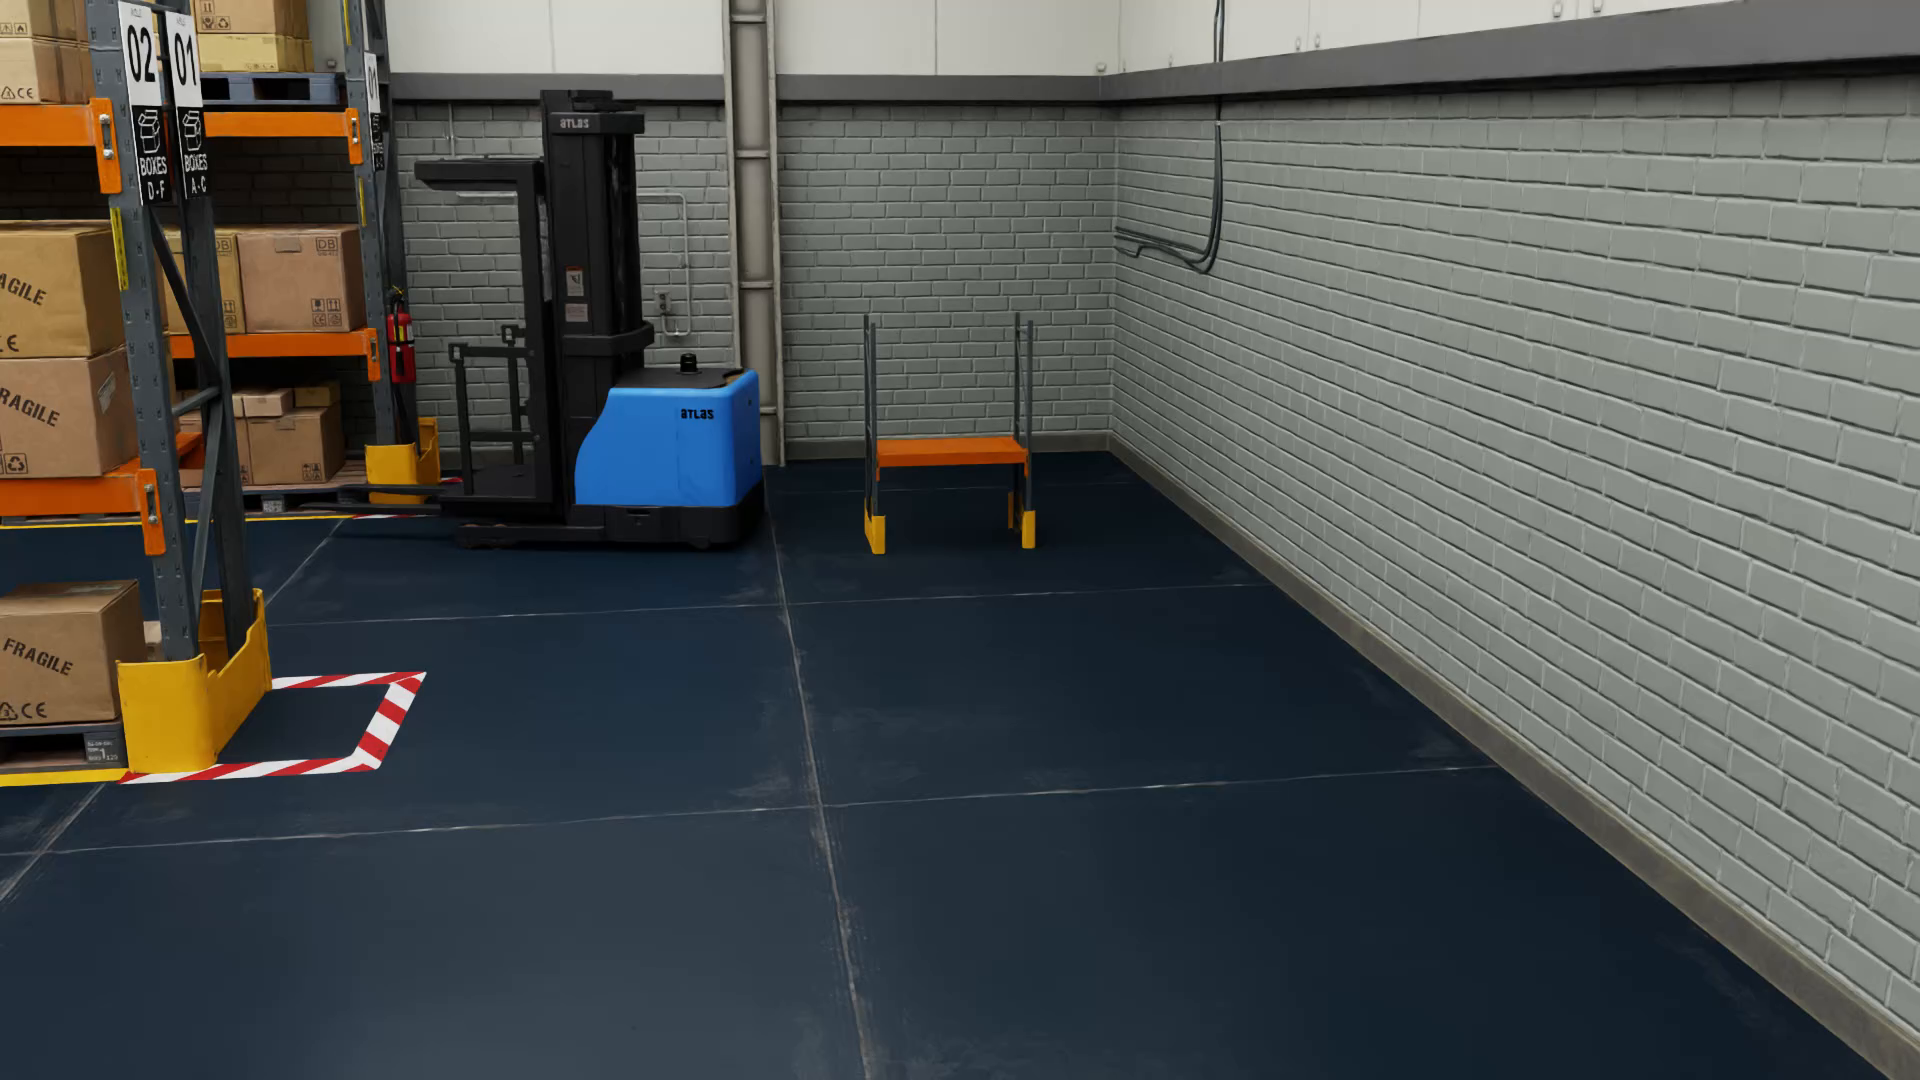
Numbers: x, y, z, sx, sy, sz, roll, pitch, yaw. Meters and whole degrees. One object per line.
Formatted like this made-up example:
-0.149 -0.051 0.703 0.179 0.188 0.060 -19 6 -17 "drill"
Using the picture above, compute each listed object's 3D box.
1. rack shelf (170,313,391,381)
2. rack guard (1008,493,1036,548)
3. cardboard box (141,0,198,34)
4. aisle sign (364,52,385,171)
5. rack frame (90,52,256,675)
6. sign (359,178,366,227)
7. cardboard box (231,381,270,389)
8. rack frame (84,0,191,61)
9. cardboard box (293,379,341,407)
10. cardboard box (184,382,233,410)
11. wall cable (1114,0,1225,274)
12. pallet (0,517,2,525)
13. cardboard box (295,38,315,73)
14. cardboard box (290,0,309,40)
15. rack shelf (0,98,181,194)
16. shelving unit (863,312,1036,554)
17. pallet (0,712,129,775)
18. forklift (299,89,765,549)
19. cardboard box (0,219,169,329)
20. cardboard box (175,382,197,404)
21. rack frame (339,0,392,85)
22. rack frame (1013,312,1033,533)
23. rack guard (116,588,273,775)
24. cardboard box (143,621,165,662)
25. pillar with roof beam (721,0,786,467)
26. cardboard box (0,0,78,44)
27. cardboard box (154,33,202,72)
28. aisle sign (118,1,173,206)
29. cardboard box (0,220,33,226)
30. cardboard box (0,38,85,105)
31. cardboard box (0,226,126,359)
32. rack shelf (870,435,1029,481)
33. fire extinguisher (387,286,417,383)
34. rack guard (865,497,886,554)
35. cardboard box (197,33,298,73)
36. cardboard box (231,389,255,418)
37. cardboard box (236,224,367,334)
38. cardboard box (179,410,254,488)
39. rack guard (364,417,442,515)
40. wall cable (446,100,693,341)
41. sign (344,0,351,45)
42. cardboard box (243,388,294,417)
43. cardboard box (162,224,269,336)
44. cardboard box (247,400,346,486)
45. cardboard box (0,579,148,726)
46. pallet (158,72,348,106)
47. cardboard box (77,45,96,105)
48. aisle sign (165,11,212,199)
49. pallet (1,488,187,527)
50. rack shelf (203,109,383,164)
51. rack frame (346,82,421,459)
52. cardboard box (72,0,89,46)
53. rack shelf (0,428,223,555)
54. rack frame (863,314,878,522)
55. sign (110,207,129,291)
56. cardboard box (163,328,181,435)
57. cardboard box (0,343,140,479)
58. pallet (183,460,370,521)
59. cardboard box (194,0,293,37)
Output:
-6.163 -1.359 11.955 4.000 0.370 1.077 -2 14 -8 "rack shelf"
0.417 -0.137 11.252 0.087 0.250 0.587 -2 14 -8 "rack guard"
-5.365 -3.671 11.226 0.500 0.500 0.500 -2 14 -7 "cardboard box"
-4.069 -2.972 11.563 0.004 0.787 0.394 -2 14 -8 "aisle sign"
-3.443 -0.589 7.406 0.127 3.000 1.000 -2 14 -8 "rack frame"
-4.118 -2.326 11.465 0.005 0.325 0.100 -2 14 -8 "sign"
-5.269 -1.071 12.270 0.250 0.149 0.380 -2 14 -8 "cardboard box"
-3.443 -3.499 6.676 0.127 3.000 1.000 -2 14 -8 "rack frame"
-4.769 -1.090 12.344 0.250 0.149 0.380 -2 14 -8 "cardboard box"
-5.517 -1.062 12.234 0.250 0.149 0.380 -2 14 -8 "cardboard box"
1.461 -3.304 12.279 0.112 2.526 3.097 -2 14 -8 "wall cable"
-7.377 -0.292 11.953 1.213 0.211 1.003 -2 14 -8 "pallet"
-4.944 -3.448 11.877 0.500 0.250 0.500 -1 14 -5 "cardboard box"
-4.943 -3.811 11.782 0.500 0.500 0.500 -3 14 -10 "cardboard box"
-5.421 -1.623 6.840 4.000 0.370 1.077 -2 14 -8 "rack shelf"
-0.075 -0.725 11.028 1.083 1.500 0.587 -2 14 -8 "shelving unit"
-4.307 0.795 7.618 1.213 0.211 1.003 -2 14 -8 "pallet"
-2.925 -1.486 11.122 3.031 2.935 1.130 1 14 4 "forklift"
-3.922 -1.170 7.461 0.500 0.500 0.500 -2 14 -7 "cardboard box"
-5.768 -1.053 12.196 0.250 0.149 0.380 -2 14 -8 "cardboard box"
-4.185 -4.691 11.427 0.127 3.000 1.000 -2 14 -8 "rack frame"
0.418 -0.743 11.101 0.032 1.500 0.500 -2 14 -8 "rack frame"
-3.519 0.626 7.699 0.348 0.500 1.175 -2 14 -8 "rack guard"
-3.909 0.512 7.968 0.250 0.149 0.380 -2 14 -8 "cardboard box"
-1.003 -3.961 8.518 0.400 9.000 9.100 -2 14 -8 "pillar with roof beam"
-3.914 -2.134 6.680 0.500 0.250 0.500 -2 14 -8 "cardboard box"
-5.384 -3.306 11.310 0.500 0.250 0.500 -3 14 -10 "cardboard box"
-3.330 -1.779 6.806 0.004 0.787 0.394 -2 14 -8 "aisle sign"
-4.437 -1.150 7.378 0.500 0.500 0.500 -2 14 -8 "cardboard box"
-3.912 -1.890 6.732 0.500 0.250 0.500 -2 14 -8 "cardboard box"
-3.843 -1.041 6.944 0.500 0.500 0.500 -2 14 -9 "cardboard box"
-0.084 -0.550 11.071 1.000 0.185 0.538 -2 14 -8 "rack shelf"
-3.967 -1.457 11.791 0.183 0.674 0.296 -2 14 -8 "fire extinguisher"
-0.568 -0.100 11.108 0.087 0.250 0.587 -2 14 -8 "rack guard"
-4.870 -3.325 11.386 0.500 0.250 0.500 -2 14 -7 "cardboard box"
-5.215 -0.979 11.903 0.250 0.149 0.380 -2 14 -7 "cardboard box"
-4.688 -1.906 12.037 0.700 0.700 0.980 -1 14 -6 "cardboard box"
-5.357 -0.705 12.140 0.500 0.500 0.700 -2 14 -8 "cardboard box"
-4.161 -0.569 12.464 0.348 0.500 1.175 -2 14 -8 "rack guard"
-3.060 -2.548 13.125 1.851 1.984 0.084 -2 14 -8 "wall cable"
-4.118 -3.496 11.171 0.005 0.325 0.100 -2 14 -8 "sign"
-4.962 -0.989 11.940 0.250 0.149 0.380 -2 14 -9 "cardboard box"
-5.406 -1.876 11.921 0.700 0.700 0.980 -2 14 -9 "cardboard box"
-4.862 -0.723 12.213 0.500 0.500 0.700 -2 14 -8 "cardboard box"
-3.944 0.489 7.342 0.500 0.500 0.500 -2 14 -8 "cardboard box"
-4.917 -3.163 11.685 1.213 0.211 1.003 -2 14 -8 "pallet"
-3.989 -2.014 7.229 0.500 0.250 0.500 -2 14 -8 "cardboard box"
-3.420 -1.924 7.381 0.004 0.787 0.394 -2 14 -8 "aisle sign"
-6.168 -0.337 12.132 1.213 0.211 1.003 -2 14 -8 "pallet"
-6.163 -2.814 11.590 4.000 0.370 1.077 -2 14 -8 "rack shelf"
-4.185 -1.781 12.157 0.127 3.000 1.000 -2 14 -8 "rack frame"
-3.990 -2.258 7.174 0.500 0.250 0.500 -2 14 -8 "cardboard box"
-5.421 -0.168 7.205 4.000 0.370 1.077 -2 14 -8 "rack shelf"
-0.587 -0.706 10.954 0.032 1.500 0.500 -2 14 -8 "rack frame"
-3.381 -1.170 6.691 0.005 0.325 0.100 -2 14 -8 "sign"
-3.922 -0.685 7.583 0.500 0.500 0.500 -2 14 -7 "cardboard box"
-3.846 -0.556 7.068 0.500 0.500 0.500 -2 14 -7 "cardboard box"
-4.964 -0.381 12.305 1.213 0.211 1.003 -2 14 -8 "pallet"
-4.868 -3.687 11.288 0.500 0.500 0.500 -2 14 -8 "cardboard box"
